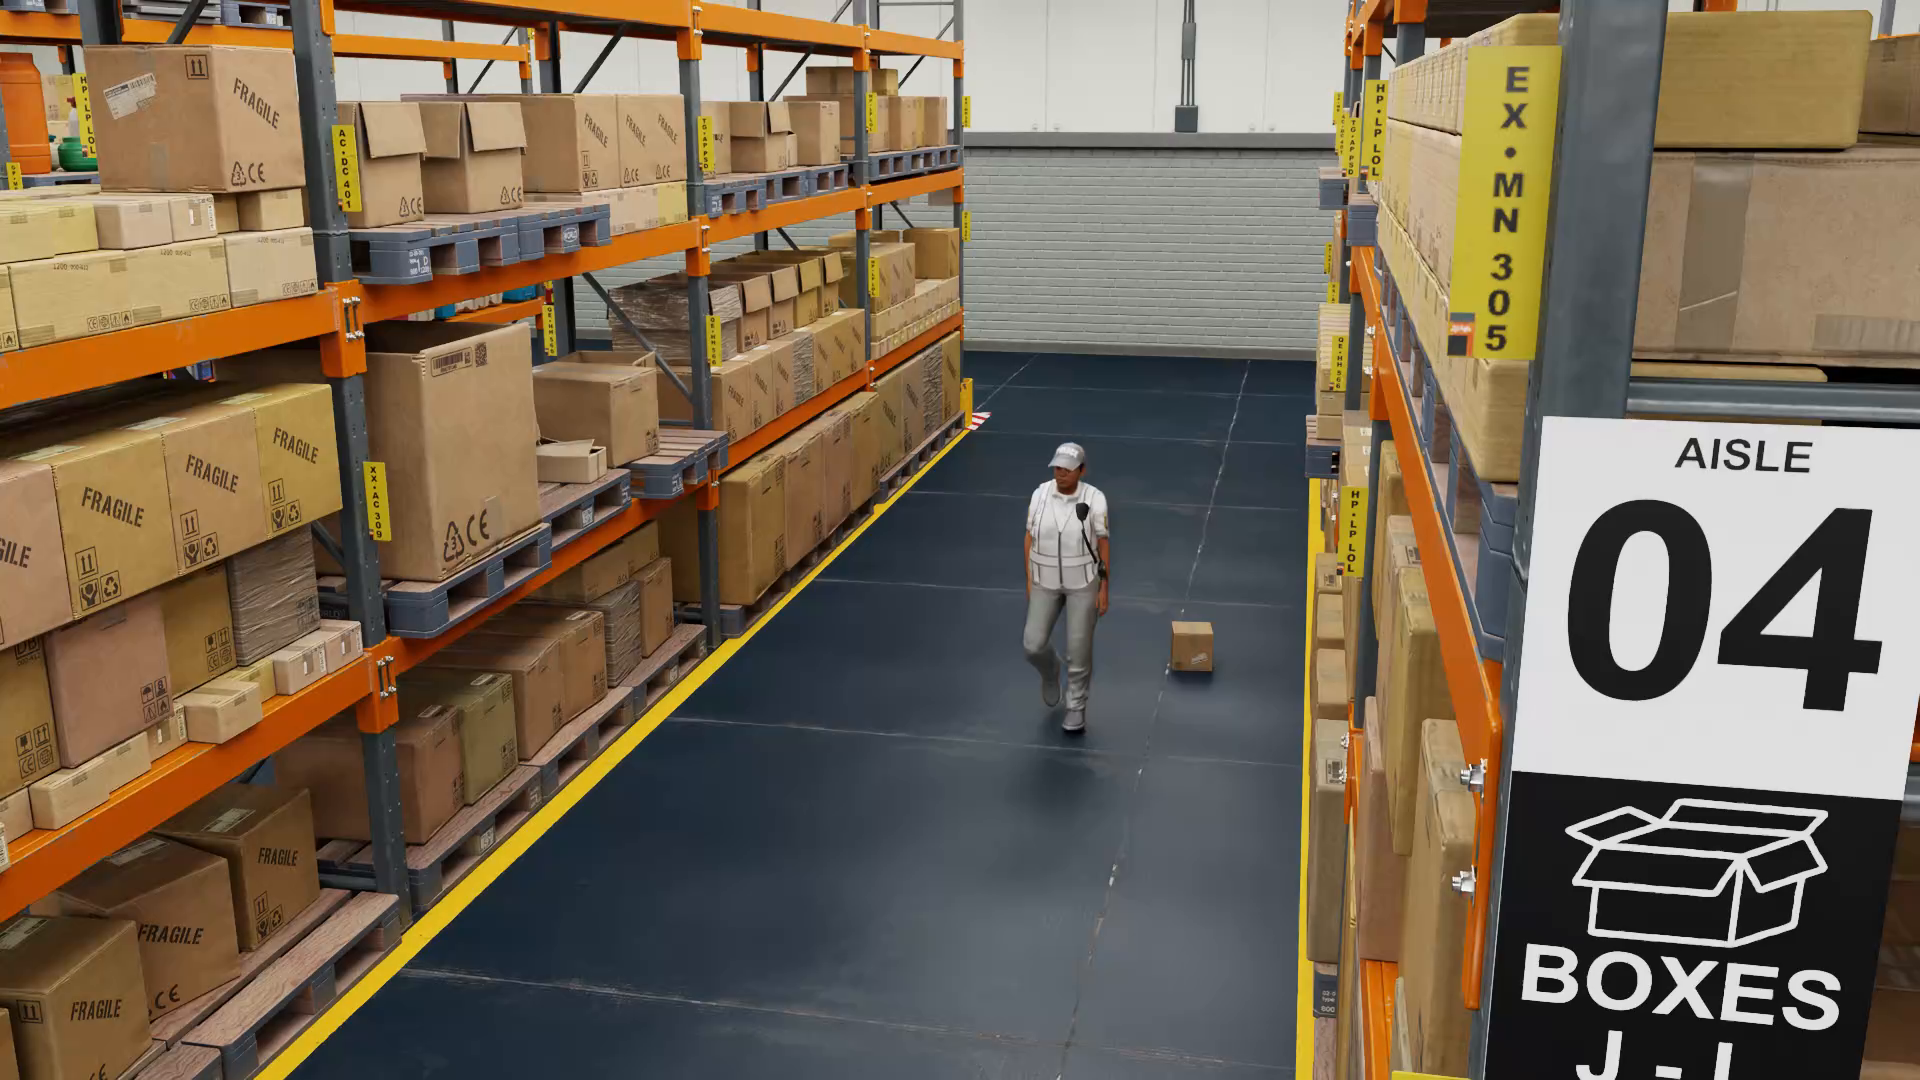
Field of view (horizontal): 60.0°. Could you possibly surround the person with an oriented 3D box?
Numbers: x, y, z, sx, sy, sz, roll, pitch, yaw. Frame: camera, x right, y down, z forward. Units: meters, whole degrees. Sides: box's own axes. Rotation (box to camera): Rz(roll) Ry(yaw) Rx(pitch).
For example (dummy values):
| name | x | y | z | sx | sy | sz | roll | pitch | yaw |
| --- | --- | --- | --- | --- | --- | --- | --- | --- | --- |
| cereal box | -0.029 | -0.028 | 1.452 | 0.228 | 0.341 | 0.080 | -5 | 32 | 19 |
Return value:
| name | x | y | z | sx | sy | sz | roll | pitch | yaw |
| --- | --- | --- | --- | --- | --- | --- | --- | --- | --- |
| person | 0.615 | 0.240 | 9.516 | 0.504 | 1.649 | 0.487 | 4 | 15 | 13 |
